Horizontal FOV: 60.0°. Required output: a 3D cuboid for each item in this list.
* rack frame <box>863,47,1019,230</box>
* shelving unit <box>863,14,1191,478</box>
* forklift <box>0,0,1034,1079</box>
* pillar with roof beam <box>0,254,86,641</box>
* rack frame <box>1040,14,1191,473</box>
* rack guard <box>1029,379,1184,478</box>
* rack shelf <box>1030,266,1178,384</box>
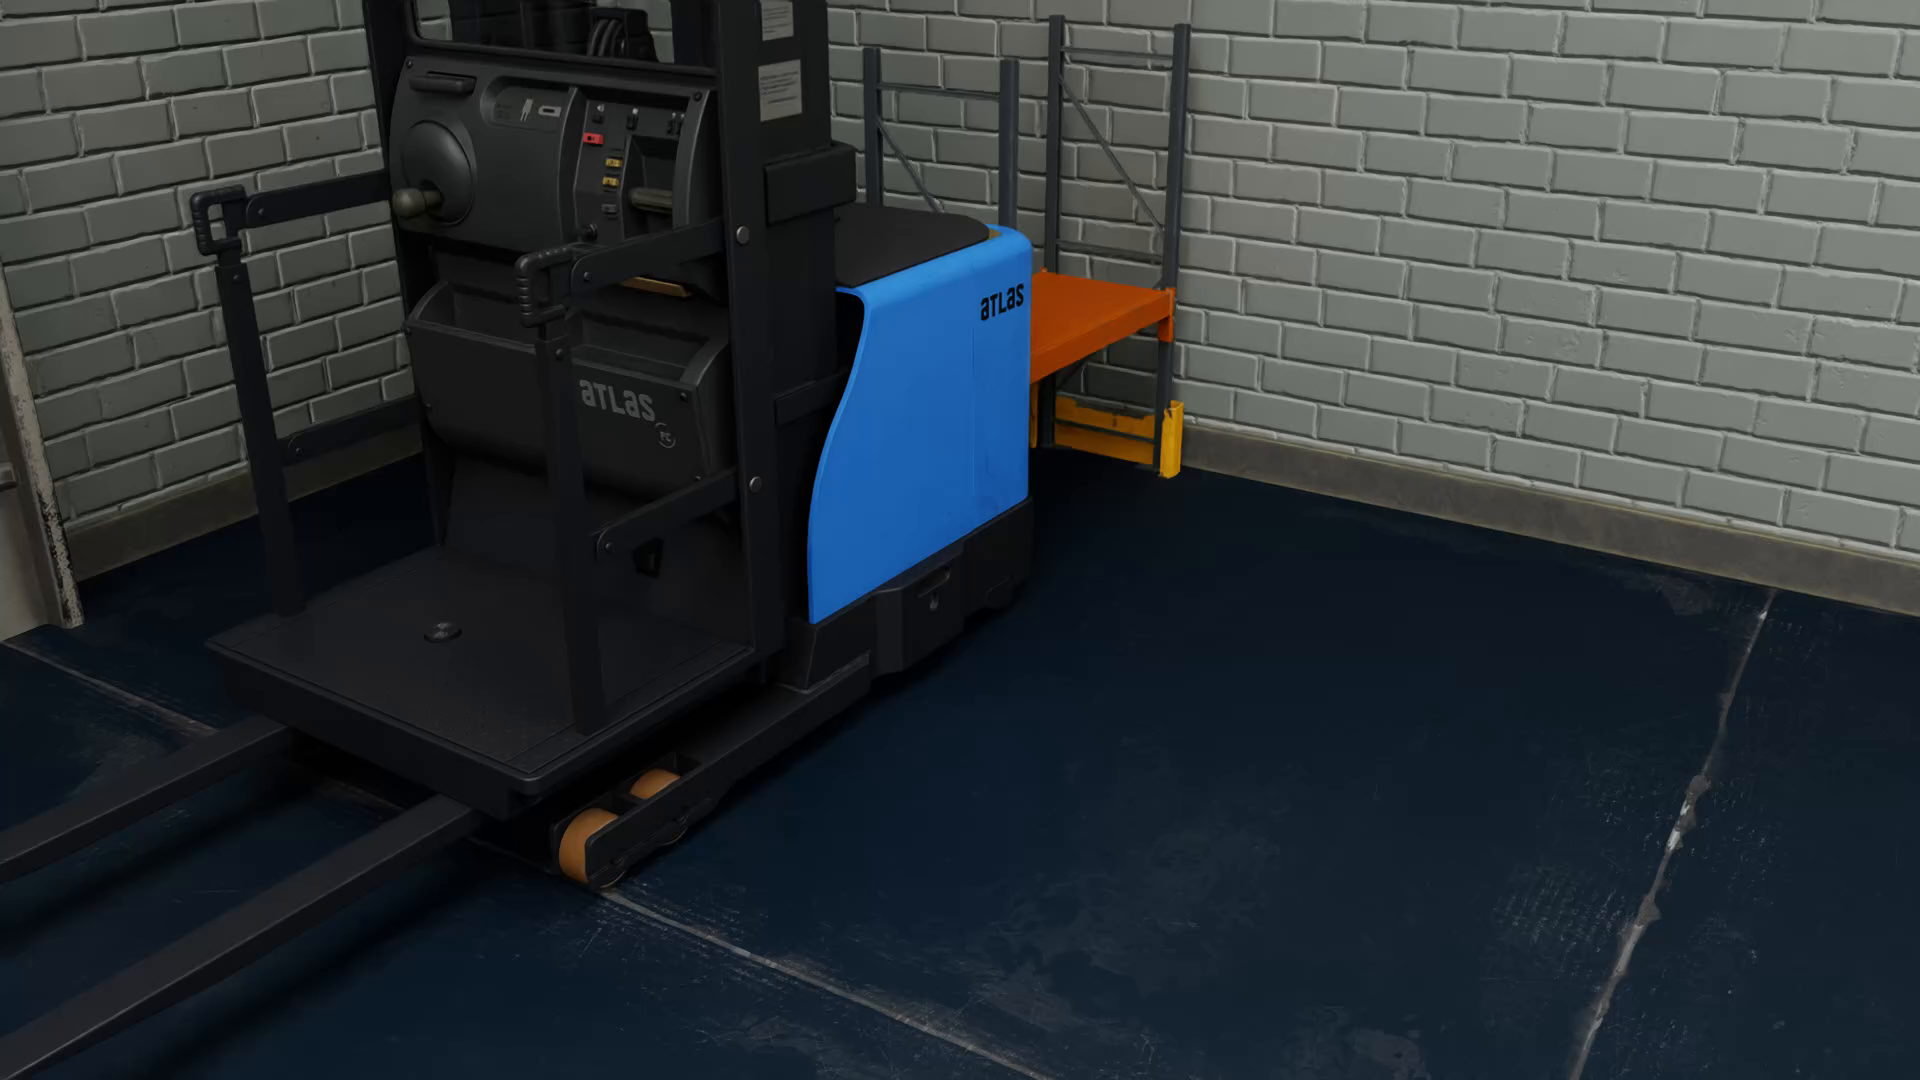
[{"bbox_3d":[-0.058,-0.644,4.849,0.500,1.500,0.032,15,28,31],"label":"rack frame"},{"bbox_3d":[0.230,-0.815,5.244,0.587,1.500,1.083,15,28,31],"label":"shelving unit"},{"bbox_3d":[-1.027,-0.820,3.454,1.130,2.935,3.031,15,28,31],"label":"forklift"},{"bbox_3d":[0.947,-2.961,0.762,9.100,9.000,0.400,14,27,29],"label":"pillar with roof beam"},{"bbox_3d":[0.508,-0.979,5.624,0.500,1.500,0.032,15,28,31],"label":"rack frame"},{"bbox_3d":[0.507,-0.405,5.872,0.587,0.250,0.087,15,28,31],"label":"rack guard"},{"bbox_3d":[0.225,-0.646,5.308,0.538,0.185,1.000,15,28,31],"label":"rack shelf"}]
